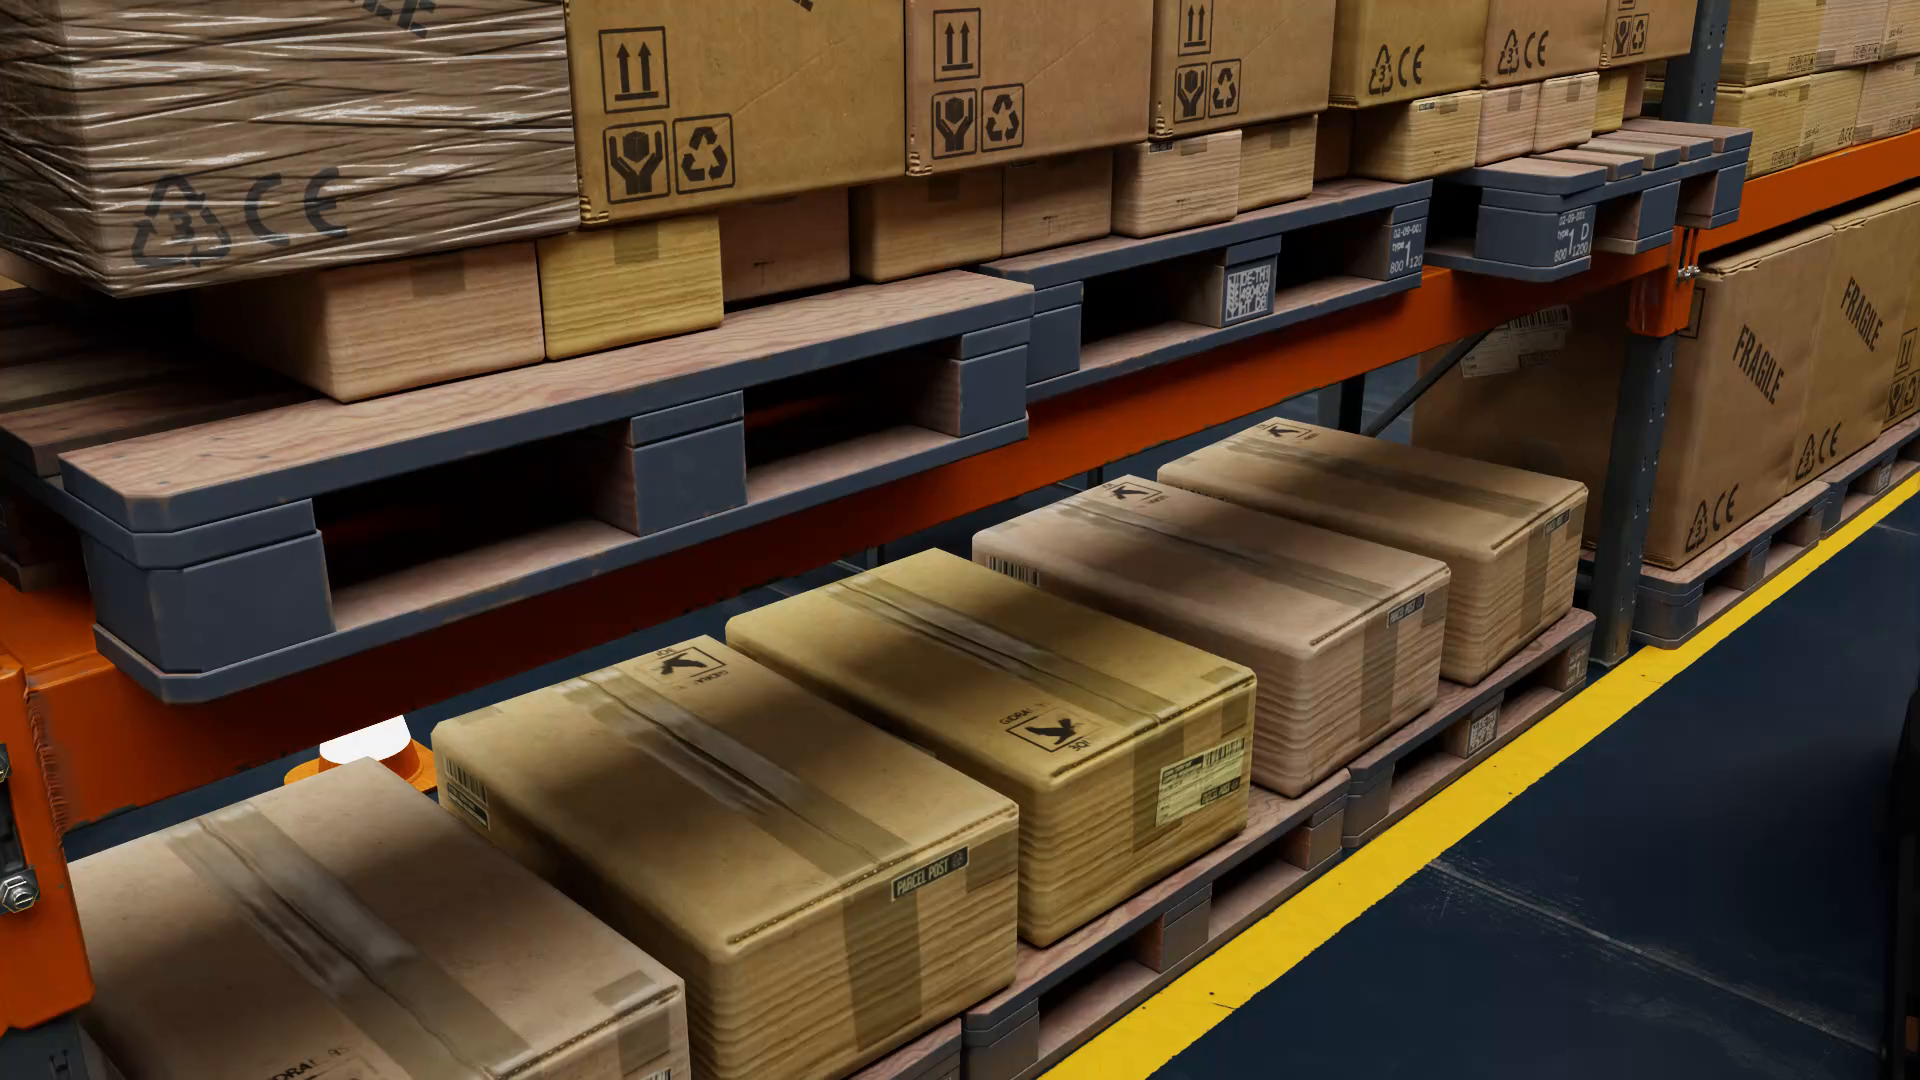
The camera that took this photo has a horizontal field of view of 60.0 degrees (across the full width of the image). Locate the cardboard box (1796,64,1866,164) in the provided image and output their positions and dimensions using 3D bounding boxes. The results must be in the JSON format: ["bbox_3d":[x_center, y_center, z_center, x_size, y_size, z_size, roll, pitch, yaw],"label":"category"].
[{"bbox_3d":[2.356,-1.305,4.998,0.500,0.250,0.500,18,28,39],"label":"cardboard box"}]

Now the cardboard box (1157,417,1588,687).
[{"bbox_3d":[1.087,-0.002,4.477,0.950,0.372,0.625,17,27,37],"label":"cardboard box"}]

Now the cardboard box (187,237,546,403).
[{"bbox_3d":[-0.690,-0.289,1.911,0.250,0.149,0.380,-20,28,-41],"label":"cardboard box"}]

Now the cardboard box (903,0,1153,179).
[{"bbox_3d":[-0.066,-0.830,2.415,0.500,0.500,0.500,19,28,40],"label":"cardboard box"}]

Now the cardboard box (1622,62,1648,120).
[{"bbox_3d":[1.428,-1.111,4.050,0.250,0.149,0.380,-19,28,-40],"label":"cardboard box"}]

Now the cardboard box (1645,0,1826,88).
[{"bbox_3d":[2.019,-1.408,4.568,0.500,0.250,0.500,19,28,40],"label":"cardboard box"}]

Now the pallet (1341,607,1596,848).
[{"bbox_3d":[0.942,0.326,4.431,1.003,0.211,1.213,19,28,41],"label":"pallet"}]

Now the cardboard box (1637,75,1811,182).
[{"bbox_3d":[2.010,-1.169,4.643,0.500,0.250,0.500,19,28,40],"label":"cardboard box"}]

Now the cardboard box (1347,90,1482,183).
[{"bbox_3d":[0.786,-0.811,3.269,0.250,0.149,0.380,-20,28,-41],"label":"cardboard box"}]

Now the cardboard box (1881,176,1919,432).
[{"bbox_3d":[3.279,-0.995,6.358,0.875,0.875,0.875,-19,28,-40],"label":"cardboard box"}]

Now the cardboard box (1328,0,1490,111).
[{"bbox_3d":[0.667,-1.105,3.130,0.500,0.500,0.500,17,27,37],"label":"cardboard box"}]

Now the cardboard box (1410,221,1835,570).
[{"bbox_3d":[2.030,-0.537,5.166,0.875,0.875,0.875,19,28,40],"label":"cardboard box"}]

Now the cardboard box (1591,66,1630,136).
[{"bbox_3d":[1.293,-1.024,3.823,0.250,0.149,0.380,-20,28,-41],"label":"cardboard box"}]

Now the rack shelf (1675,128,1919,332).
[{"bbox_3d":[2.884,-1.354,5.919,1.077,0.370,4.000,19,28,41],"label":"rack shelf"}]

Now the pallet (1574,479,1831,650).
[{"bbox_3d":[2.093,-0.058,5.431,1.003,0.211,1.213,19,28,41],"label":"pallet"}]

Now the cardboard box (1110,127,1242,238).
[{"bbox_3d":[0.239,-0.617,2.765,0.250,0.149,0.380,-19,28,-40],"label":"cardboard box"}]

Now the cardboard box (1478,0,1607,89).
[{"bbox_3d":[1.018,-1.235,3.468,0.500,0.500,0.500,19,28,40],"label":"cardboard box"}]

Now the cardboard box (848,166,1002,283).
[{"bbox_3d":[-0.157,-0.499,2.456,0.250,0.149,0.380,-20,28,-41],"label":"cardboard box"}]

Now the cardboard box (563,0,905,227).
[{"bbox_3d":[-0.420,-0.707,2.093,0.500,0.500,0.500,19,28,41],"label":"cardboard box"}]

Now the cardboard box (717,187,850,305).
[{"bbox_3d":[-0.366,-0.443,2.312,0.250,0.149,0.380,-18,27,-39],"label":"cardboard box"}]

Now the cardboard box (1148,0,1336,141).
[{"bbox_3d":[0.285,-0.965,2.765,0.500,0.500,0.500,18,27,39],"label":"cardboard box"}]

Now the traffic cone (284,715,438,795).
[{"bbox_3d":[-1.440,0.367,3.973,0.336,0.463,0.334,19,28,41],"label":"traffic cone"}]

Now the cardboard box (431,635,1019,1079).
[{"bbox_3d":[-0.439,0.562,3.009,0.625,0.372,0.950,-18,27,-39],"label":"cardboard box"}]

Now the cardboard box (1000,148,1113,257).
[{"bbox_3d":[0.017,-0.562,2.621,0.380,0.149,0.250,20,28,41],"label":"cardboard box"}]

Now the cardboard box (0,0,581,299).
[{"bbox_3d":[-0.769,-0.578,1.758,0.500,0.500,0.500,-19,28,-41],"label":"cardboard box"}]

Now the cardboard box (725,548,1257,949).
[{"bbox_3d":[0.045,0.383,3.475,0.625,0.372,0.950,-19,28,-40],"label":"cardboard box"}]

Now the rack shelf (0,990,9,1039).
[{"bbox_3d":[-2.697,0.702,0.569,1.077,0.370,4.000,19,28,41],"label":"rack shelf"}]

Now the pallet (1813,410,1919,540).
[{"bbox_3d":[2.944,-0.370,6.243,1.003,0.211,1.213,19,28,41],"label":"pallet"}]

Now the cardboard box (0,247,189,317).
[{"bbox_3d":[-1.141,-0.428,2.271,0.250,0.149,0.380,-20,28,-41],"label":"cardboard box"}]

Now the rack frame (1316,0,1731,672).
[{"bbox_3d":[1.489,-1.176,4.453,1.000,3.000,0.127,19,28,41],"label":"rack frame"}]

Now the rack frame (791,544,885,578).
[{"bbox_3d":[-0.414,-0.547,4.908,0.500,1.500,0.032,19,28,41],"label":"rack frame"}]

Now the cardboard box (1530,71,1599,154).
[{"bbox_3d":[1.150,-0.948,3.626,0.380,0.149,0.250,19,28,40],"label":"cardboard box"}]

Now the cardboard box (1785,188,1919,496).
[{"bbox_3d":[2.655,-0.765,5.760,0.875,0.875,0.875,20,29,41],"label":"cardboard box"}]

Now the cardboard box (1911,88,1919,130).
[{"bbox_3d":[3.068,-1.566,5.677,0.500,0.250,0.500,19,28,41],"label":"cardboard box"}]

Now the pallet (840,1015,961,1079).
[{"bbox_3d":[-0.760,0.954,2.799,1.003,0.211,1.213,19,28,41],"label":"pallet"}]

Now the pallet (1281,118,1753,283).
[{"bbox_3d":[1.068,-0.876,3.941,1.213,0.211,1.003,19,28,41],"label":"pallet"}]

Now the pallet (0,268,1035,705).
[{"bbox_3d":[-0.664,-0.218,2.228,1.003,0.211,1.213,19,28,41],"label":"pallet"}]

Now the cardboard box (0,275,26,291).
[{"bbox_3d":[-3.875,-0.935,6.378,1.050,0.750,0.750,19,28,41],"label":"cardboard box"}]

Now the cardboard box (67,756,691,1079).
[{"bbox_3d":[-0.938,0.748,2.526,0.950,0.372,0.625,20,29,41],"label":"cardboard box"}]

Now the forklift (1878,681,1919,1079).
[{"bbox_3d":[2.178,-0.309,2.292,1.130,2.935,3.031,11,24,26],"label":"forklift"}]

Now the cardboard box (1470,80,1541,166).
[{"bbox_3d":[0.968,-0.886,3.463,0.380,0.149,0.250,18,27,38],"label":"cardboard box"}]

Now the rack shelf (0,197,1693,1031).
[{"bbox_3d":[0.093,-0.326,3.244,1.077,0.370,4.000,19,28,41],"label":"rack shelf"}]

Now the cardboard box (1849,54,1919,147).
[{"bbox_3d":[2.726,-1.438,5.345,0.500,0.250,0.500,-19,28,-40],"label":"cardboard box"}]

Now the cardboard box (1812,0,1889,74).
[{"bbox_3d":[2.380,-1.540,4.913,0.500,0.250,0.500,-19,28,-41],"label":"cardboard box"}]

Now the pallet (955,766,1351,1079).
[{"bbox_3d":[0.091,0.638,3.619,1.003,0.211,1.213,19,28,41],"label":"pallet"}]

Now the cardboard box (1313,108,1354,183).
[{"bbox_3d":[0.521,-0.778,3.183,0.380,0.149,0.250,20,28,41],"label":"cardboard box"}]

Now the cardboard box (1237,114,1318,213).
[{"bbox_3d":[0.404,-0.693,2.962,0.380,0.149,0.250,18,27,39],"label":"cardboard box"}]

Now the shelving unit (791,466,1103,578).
[{"bbox_3d":[-0.059,-0.678,5.248,0.538,1.500,1.048,19,28,41],"label":"shelving unit"}]

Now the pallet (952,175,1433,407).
[{"bbox_3d":[0.137,-0.567,3.136,1.003,0.211,1.213,19,28,41],"label":"pallet"}]

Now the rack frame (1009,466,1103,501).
[{"bbox_3d":[0.295,-0.809,5.588,0.500,1.500,0.032,19,28,41],"label":"rack frame"}]

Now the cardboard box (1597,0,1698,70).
[{"bbox_3d":[1.371,-1.371,3.821,0.500,0.500,0.500,18,28,39],"label":"cardboard box"}]

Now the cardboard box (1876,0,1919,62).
[{"bbox_3d":[2.737,-1.665,5.238,0.500,0.250,0.500,19,28,40],"label":"cardboard box"}]

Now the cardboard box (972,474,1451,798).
[{"bbox_3d":[0.578,0.189,3.979,0.950,0.372,0.625,19,28,40],"label":"cardboard box"}]

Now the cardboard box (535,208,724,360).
[{"bbox_3d":[-0.509,-0.351,2.072,0.250,0.149,0.380,-19,28,-41],"label":"cardboard box"}]
